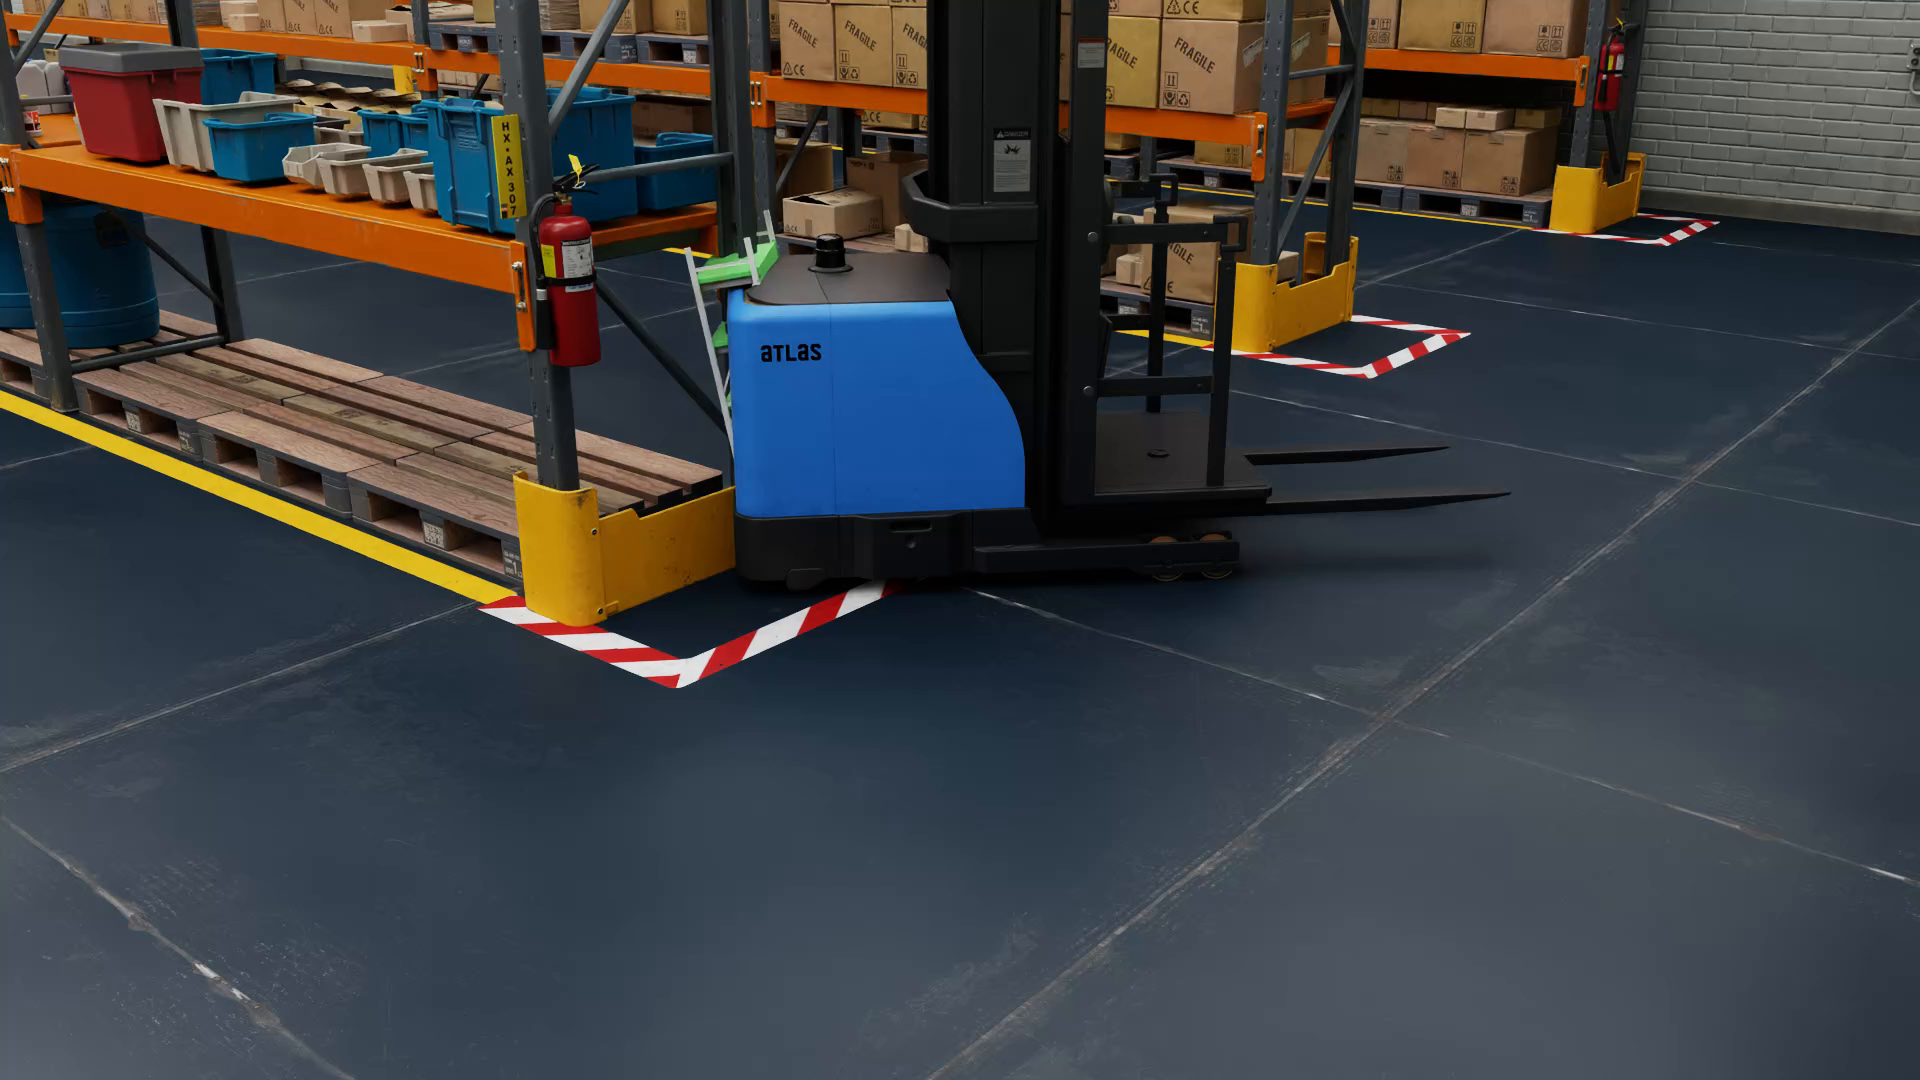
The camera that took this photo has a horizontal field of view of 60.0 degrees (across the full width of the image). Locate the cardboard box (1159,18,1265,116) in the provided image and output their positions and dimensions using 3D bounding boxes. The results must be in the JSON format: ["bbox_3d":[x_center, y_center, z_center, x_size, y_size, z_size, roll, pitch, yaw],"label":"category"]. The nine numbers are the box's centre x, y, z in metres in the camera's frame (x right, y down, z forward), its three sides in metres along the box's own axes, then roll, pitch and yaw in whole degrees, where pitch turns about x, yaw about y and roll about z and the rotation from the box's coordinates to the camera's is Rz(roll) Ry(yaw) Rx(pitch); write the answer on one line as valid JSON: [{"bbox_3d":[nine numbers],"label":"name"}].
[{"bbox_3d":[1.490,-2.713,9.469,0.500,0.500,0.500,17,27,38],"label":"cardboard box"}]

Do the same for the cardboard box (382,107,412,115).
[{"bbox_3d":[-4.750,-3.647,14.596,0.500,0.311,0.500,17,26,38],"label":"cardboard box"}]

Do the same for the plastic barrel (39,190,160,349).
[{"bbox_3d":[-4.635,-1.521,8.828,0.708,0.901,0.600,16,26,36],"label":"plastic barrel"}]

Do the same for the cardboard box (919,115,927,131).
[{"bbox_3d":[0.102,-4.574,16.998,0.750,0.750,0.750,16,26,36],"label":"cardboard box"}]

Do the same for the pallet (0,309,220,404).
[{"bbox_3d":[-4.796,-1.059,9.176,1.213,0.211,1.003,16,26,36],"label":"pallet"}]

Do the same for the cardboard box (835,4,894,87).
[{"bbox_3d":[-0.469,-3.278,10.969,0.500,0.500,0.500,17,26,37],"label":"cardboard box"}]

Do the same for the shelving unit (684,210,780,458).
[{"bbox_3d":[-0.758,-0.607,6.389,0.258,1.200,0.503,-8,22,6],"label":"shelving unit"}]

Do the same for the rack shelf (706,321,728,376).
[{"bbox_3d":[-0.788,-0.767,6.323,0.258,0.148,0.480,-8,22,6],"label":"rack shelf"}]

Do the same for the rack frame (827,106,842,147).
[{"bbox_3d":[-1.060,-5.780,17.746,0.127,3.000,1.000,16,26,36],"label":"rack frame"}]

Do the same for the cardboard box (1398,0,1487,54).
[{"bbox_3d":[4.166,-4.406,13.676,0.700,0.700,0.980,16,26,36],"label":"cardboard box"}]

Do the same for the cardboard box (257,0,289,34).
[{"bbox_3d":[-6.295,-5.071,15.723,0.500,0.500,0.500,18,27,40],"label":"cardboard box"}]

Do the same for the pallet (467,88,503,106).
[{"bbox_3d":[-5.650,-5.780,21.697,1.213,0.211,1.003,16,26,36],"label":"pallet"}]

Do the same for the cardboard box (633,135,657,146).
[{"bbox_3d":[-2.419,-2.826,12.829,0.500,0.500,0.500,16,26,37],"label":"cardboard box"}]

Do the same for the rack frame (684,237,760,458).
[{"bbox_3d":[-0.767,-0.513,6.163,0.240,1.200,0.015,-8,22,6],"label":"rack frame"}]

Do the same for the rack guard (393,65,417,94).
[{"bbox_3d":[-7.198,-6.379,22.875,0.348,0.500,1.175,16,26,36],"label":"rack guard"}]

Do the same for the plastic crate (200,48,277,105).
[{"bbox_3d":[-3.647,-2.189,8.161,0.575,0.384,0.392,16,26,36],"label":"plastic crate"}]

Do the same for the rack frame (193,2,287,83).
[{"bbox_3d":[-7.288,-5.318,16.519,0.127,3.000,1.000,16,26,36],"label":"rack frame"}]

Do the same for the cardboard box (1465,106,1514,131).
[{"bbox_3d":[4.318,-3.434,13.551,0.250,0.149,0.380,16,26,36],"label":"cardboard box"}]

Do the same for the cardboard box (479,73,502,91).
[{"bbox_3d":[-5.800,-6.118,21.560,0.500,0.500,0.700,14,25,33],"label":"cardboard box"}]

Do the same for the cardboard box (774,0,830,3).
[{"bbox_3d":[-0.903,-3.866,11.109,0.500,0.500,0.500,17,26,38],"label":"cardboard box"}]

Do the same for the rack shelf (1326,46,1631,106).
[{"bbox_3d":[3.589,-4.105,14.323,4.000,0.370,1.077,16,26,36],"label":"rack shelf"}]

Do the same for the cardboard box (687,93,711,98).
[{"bbox_3d":[-2.776,-5.323,19.452,0.500,0.500,0.700,16,26,37],"label":"cardboard box"}]

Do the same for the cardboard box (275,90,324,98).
[{"bbox_3d":[-6.339,-4.102,15.801,0.500,0.311,0.500,15,25,35],"label":"cardboard box"}]

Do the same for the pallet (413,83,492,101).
[{"bbox_3d":[-6.591,-6.053,22.419,1.213,0.211,1.003,16,26,36],"label":"pallet"}]

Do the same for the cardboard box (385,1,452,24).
[{"bbox_3d":[-4.759,-4.636,14.838,0.500,0.311,0.500,16,26,36],"label":"cardboard box"}]

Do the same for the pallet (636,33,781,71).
[{"bbox_3d":[-1.640,-3.651,12.372,1.213,0.211,1.003,16,26,36],"label":"pallet"}]

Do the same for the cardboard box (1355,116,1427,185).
[{"bbox_3d":[3.755,-3.375,14.314,0.500,0.500,0.700,15,25,35],"label":"cardboard box"}]

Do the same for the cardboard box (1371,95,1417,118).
[{"bbox_3d":[3.773,-3.764,14.426,0.250,0.149,0.380,16,26,37],"label":"cardboard box"}]

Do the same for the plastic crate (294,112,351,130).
[{"bbox_3d":[-3.188,-1.903,7.768,0.590,0.125,0.437,16,26,36],"label":"plastic crate"}]

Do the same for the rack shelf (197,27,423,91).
[{"bbox_3d":[-5.738,-4.535,15.463,4.000,0.370,1.077,16,26,36],"label":"rack shelf"}]

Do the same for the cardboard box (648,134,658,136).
[{"bbox_3d":[-2.113,-2.973,13.221,0.500,0.500,0.500,16,26,37],"label":"cardboard box"}]

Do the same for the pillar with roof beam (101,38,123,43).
[{"bbox_3d":[-18.187,-11.953,25.612,0.400,9.000,9.100,16,26,36],"label":"pillar with roof beam"}]

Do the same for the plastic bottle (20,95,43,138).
[{"bbox_3d":[-4.670,-2.125,8.333,0.097,0.201,0.097,0,21,0],"label":"plastic bottle"}]

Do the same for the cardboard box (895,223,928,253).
[{"bbox_3d":[-0.225,-2.070,11.299,0.250,0.166,0.380,16,26,36],"label":"cardboard box"}]

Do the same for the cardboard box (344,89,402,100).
[{"bbox_3d":[-5.614,-4.139,15.899,0.500,0.311,0.500,16,26,36],"label":"cardboard box"}]

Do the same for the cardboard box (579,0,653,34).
[{"bbox_3d":[-2.498,-4.154,12.695,0.500,0.500,0.700,9,23,23],"label":"cardboard box"}]

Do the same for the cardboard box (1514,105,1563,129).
[{"bbox_3d":[4.756,-3.482,13.678,0.250,0.149,0.380,16,26,37],"label":"cardboard box"}]

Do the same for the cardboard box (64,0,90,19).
[{"bbox_3d":[-9.242,-5.921,17.977,0.500,0.500,0.700,16,26,37],"label":"cardboard box"}]

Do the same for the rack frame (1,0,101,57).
[{"bbox_3d":[-10.387,-6.210,18.885,0.127,3.000,1.000,16,26,36],"label":"rack frame"}]

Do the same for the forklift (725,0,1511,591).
[{"bbox_3d":[0.624,-1.399,6.224,3.031,2.935,1.130,-3,21,-7],"label":"forklift"}]

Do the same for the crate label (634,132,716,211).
[{"bbox_3d":[-1.109,-1.382,6.235,0.303,0.233,0.416,16,26,36],"label":"crate label"}]

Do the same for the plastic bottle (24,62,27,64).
[{"bbox_3d":[-5.387,-2.640,9.601,0.097,0.271,0.097,0,21,0],"label":"plastic bottle"}]

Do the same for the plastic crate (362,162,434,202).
[{"bbox_3d":[-2.088,-1.393,6.400,0.243,0.136,0.396,16,26,36],"label":"plastic crate"}]

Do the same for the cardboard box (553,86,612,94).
[{"bbox_3d":[-3.270,-3.657,13.970,0.500,0.250,0.500,17,27,38],"label":"cardboard box"}]

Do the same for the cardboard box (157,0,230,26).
[{"bbox_3d":[-7.635,-5.462,16.759,0.500,0.500,0.700,15,25,35],"label":"cardboard box"}]

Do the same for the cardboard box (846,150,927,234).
[{"bbox_3d":[-0.469,-2.520,12.018,0.500,0.500,0.500,16,26,36],"label":"cardboard box"}]

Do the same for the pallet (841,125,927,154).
[{"bbox_3d":[-0.496,-4.279,17.716,1.213,0.211,1.003,16,26,36],"label":"pallet"}]

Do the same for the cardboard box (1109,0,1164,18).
[{"bbox_3d":[1.098,-3.292,9.588,0.500,0.500,0.500,17,26,38],"label":"cardboard box"}]
